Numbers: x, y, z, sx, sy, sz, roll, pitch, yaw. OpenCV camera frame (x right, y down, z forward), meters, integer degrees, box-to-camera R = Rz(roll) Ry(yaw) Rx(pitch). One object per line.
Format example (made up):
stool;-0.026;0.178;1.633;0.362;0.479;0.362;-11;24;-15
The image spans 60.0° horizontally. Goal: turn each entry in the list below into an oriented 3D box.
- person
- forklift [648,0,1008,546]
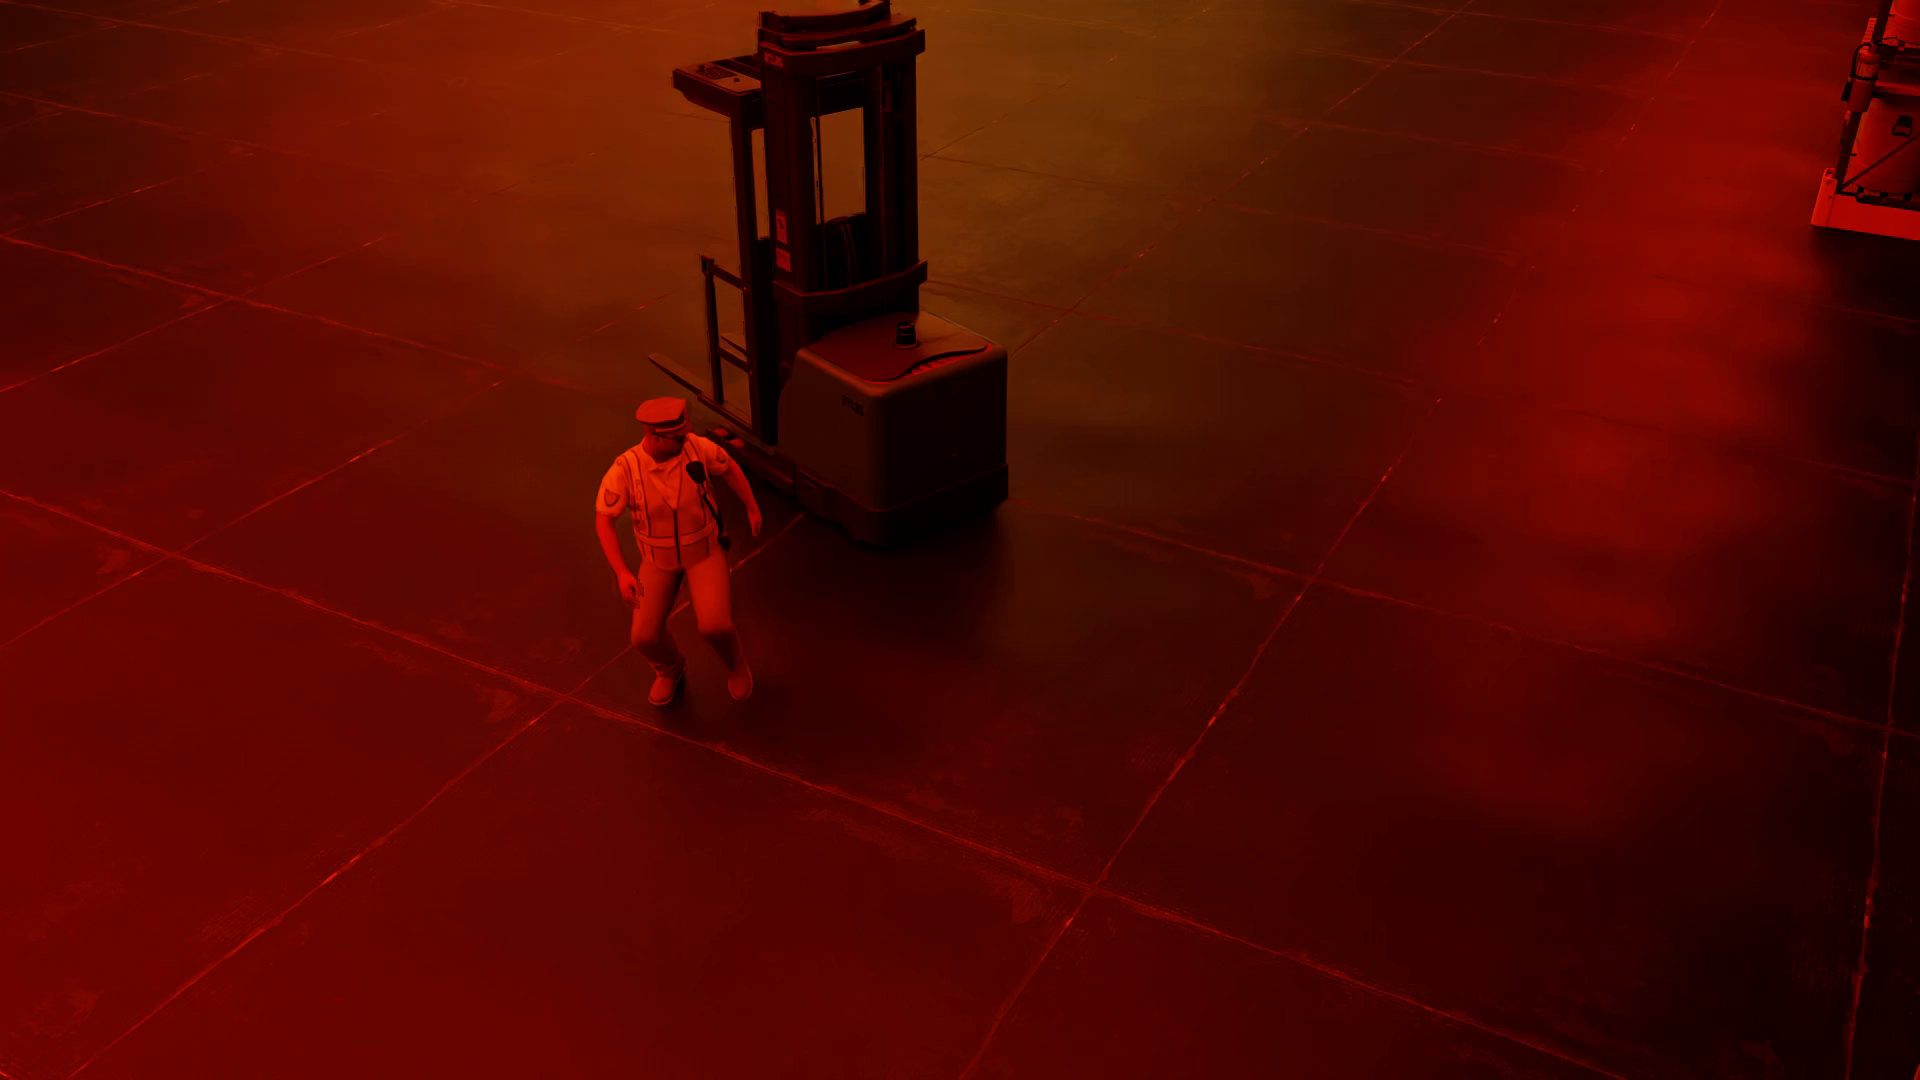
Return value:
person;-1.376;0.079;8.228;0.774;1.672;0.673;-2;30;-3
forklift;-1.016;-1.902;10.366;1.130;2.935;3.031;-22;37;-33
